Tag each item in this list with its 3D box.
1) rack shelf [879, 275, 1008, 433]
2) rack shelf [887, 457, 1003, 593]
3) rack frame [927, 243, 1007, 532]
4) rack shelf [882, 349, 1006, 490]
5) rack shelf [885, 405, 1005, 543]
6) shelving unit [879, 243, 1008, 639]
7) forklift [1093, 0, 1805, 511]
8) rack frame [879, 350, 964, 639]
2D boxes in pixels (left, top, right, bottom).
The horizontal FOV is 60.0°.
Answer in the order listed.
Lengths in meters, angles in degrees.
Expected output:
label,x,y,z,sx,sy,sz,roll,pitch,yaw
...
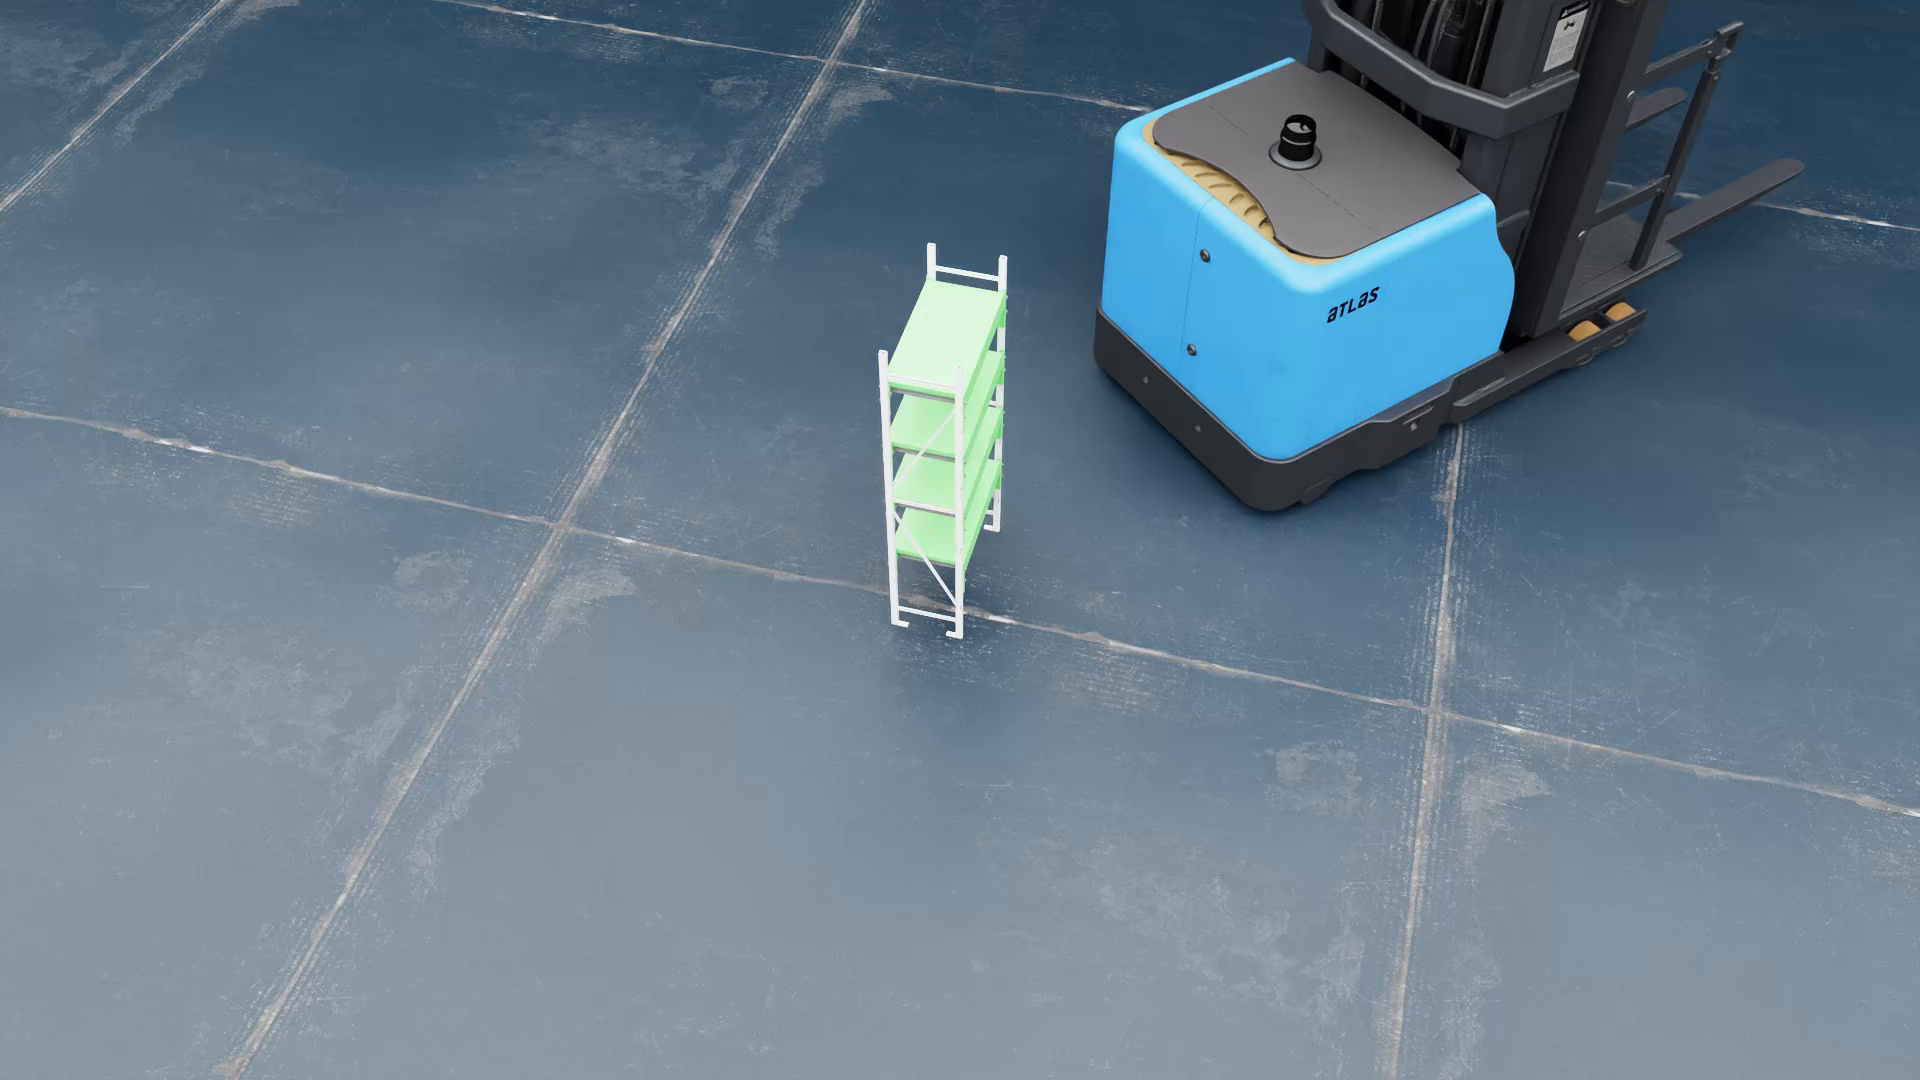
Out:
label,x,y,z,sx,sy,sz,roll,pitch,yaw
rack shelf,-0.044,-0.553,4.883,0.258,0.148,0.480,12,50,10
rack shelf,-0.044,-0.076,5.422,0.258,0.148,0.480,12,50,10
rack frame,0.021,-0.454,5.350,0.240,1.200,0.015,12,50,10
rack shelf,-0.044,-0.394,5.062,0.258,0.148,0.480,12,50,10
rack shelf,-0.044,-0.235,5.242,0.258,0.148,0.480,12,50,10
shelving unit,-0.044,-0.277,5.194,0.258,1.200,0.503,12,50,10
forklift,2.015,-1.943,5.510,3.031,2.935,1.130,-26,54,-21
rack frame,-0.108,-0.101,5.039,0.240,1.200,0.015,12,50,10
